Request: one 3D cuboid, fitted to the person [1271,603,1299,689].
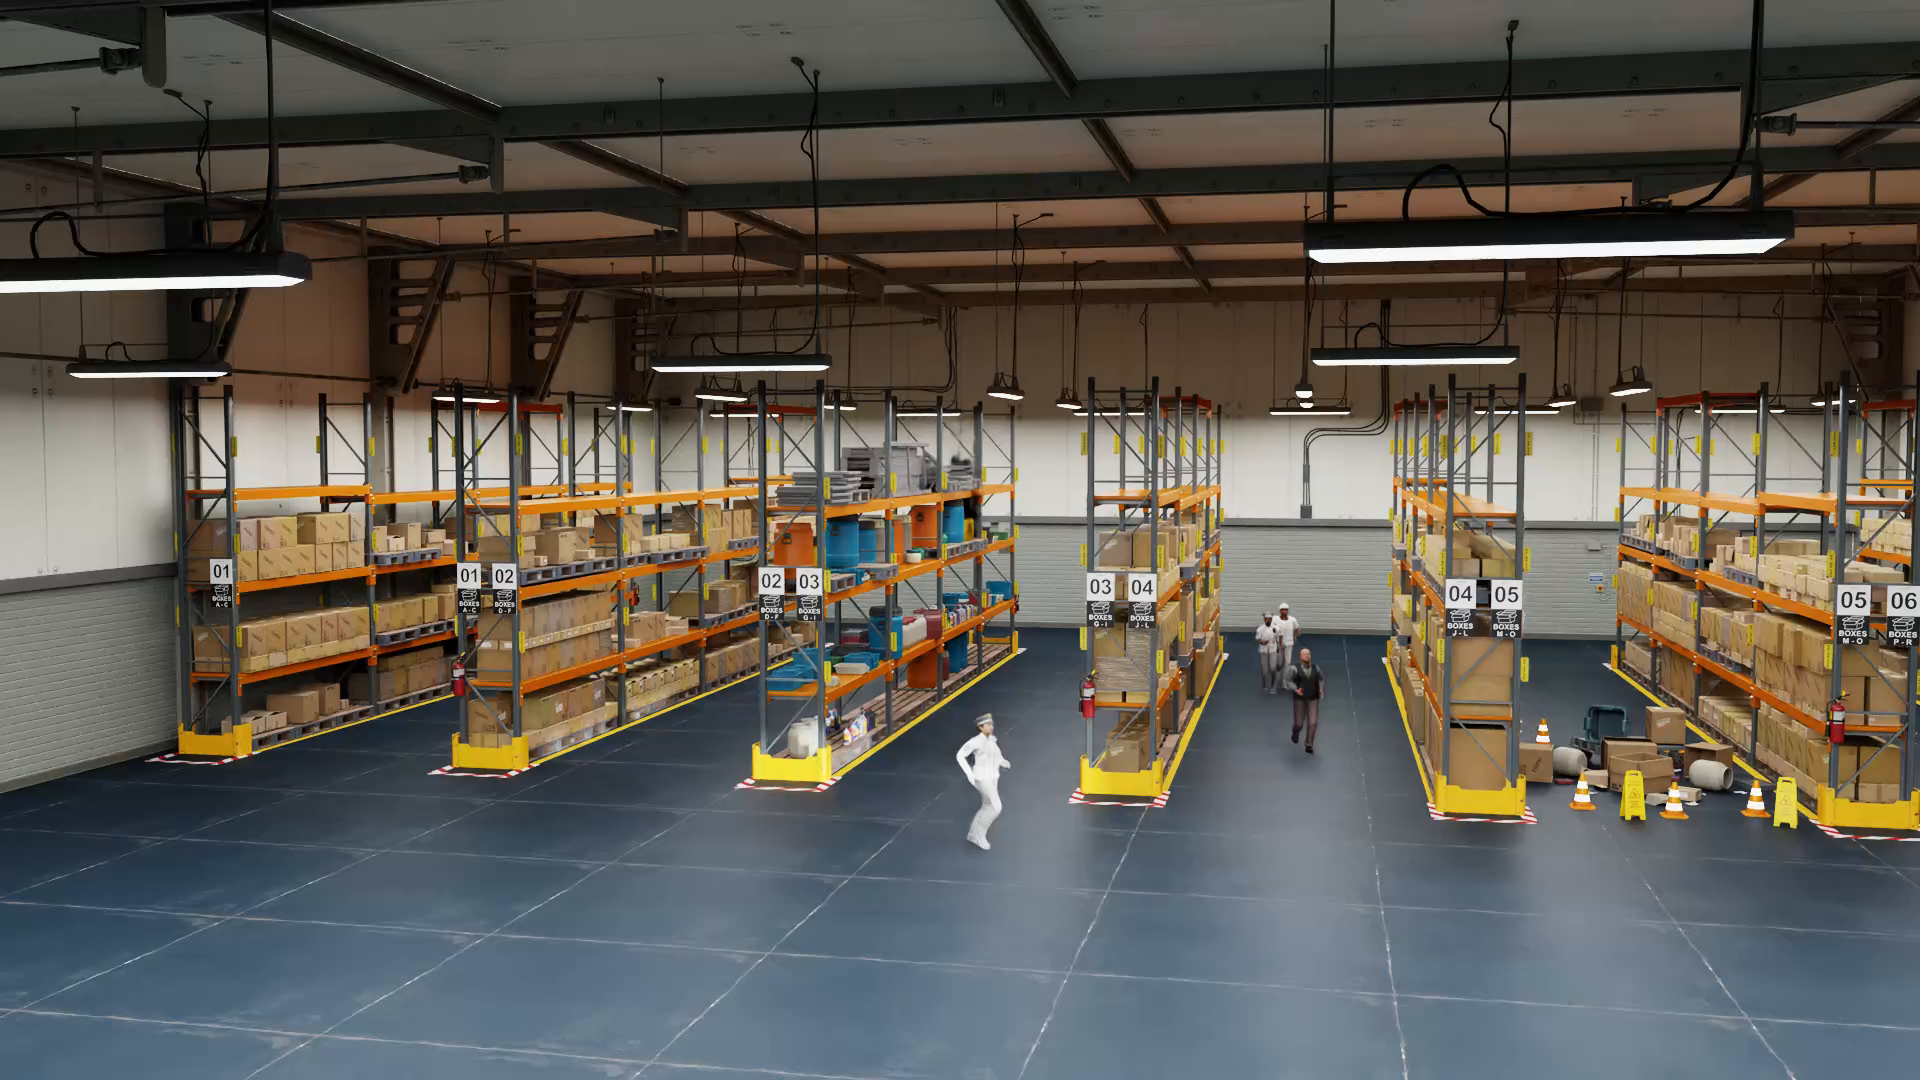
[{"bbox_3d":[6.712,2.178,34.502,0.712,1.745,0.897,0,3,1],"label":"person"}]

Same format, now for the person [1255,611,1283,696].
[{"bbox_3d":[6.225,2.288,33.482,0.544,1.701,0.688,1,3,12],"label":"person"}]

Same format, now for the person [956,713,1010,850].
[{"bbox_3d":[0.340,2.997,20.686,0.658,1.690,0.582,2,4,36],"label":"person"}]

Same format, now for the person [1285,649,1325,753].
[{"bbox_3d":[5.694,2.730,27.378,0.665,1.480,0.719,0,3,-1],"label":"person"}]
